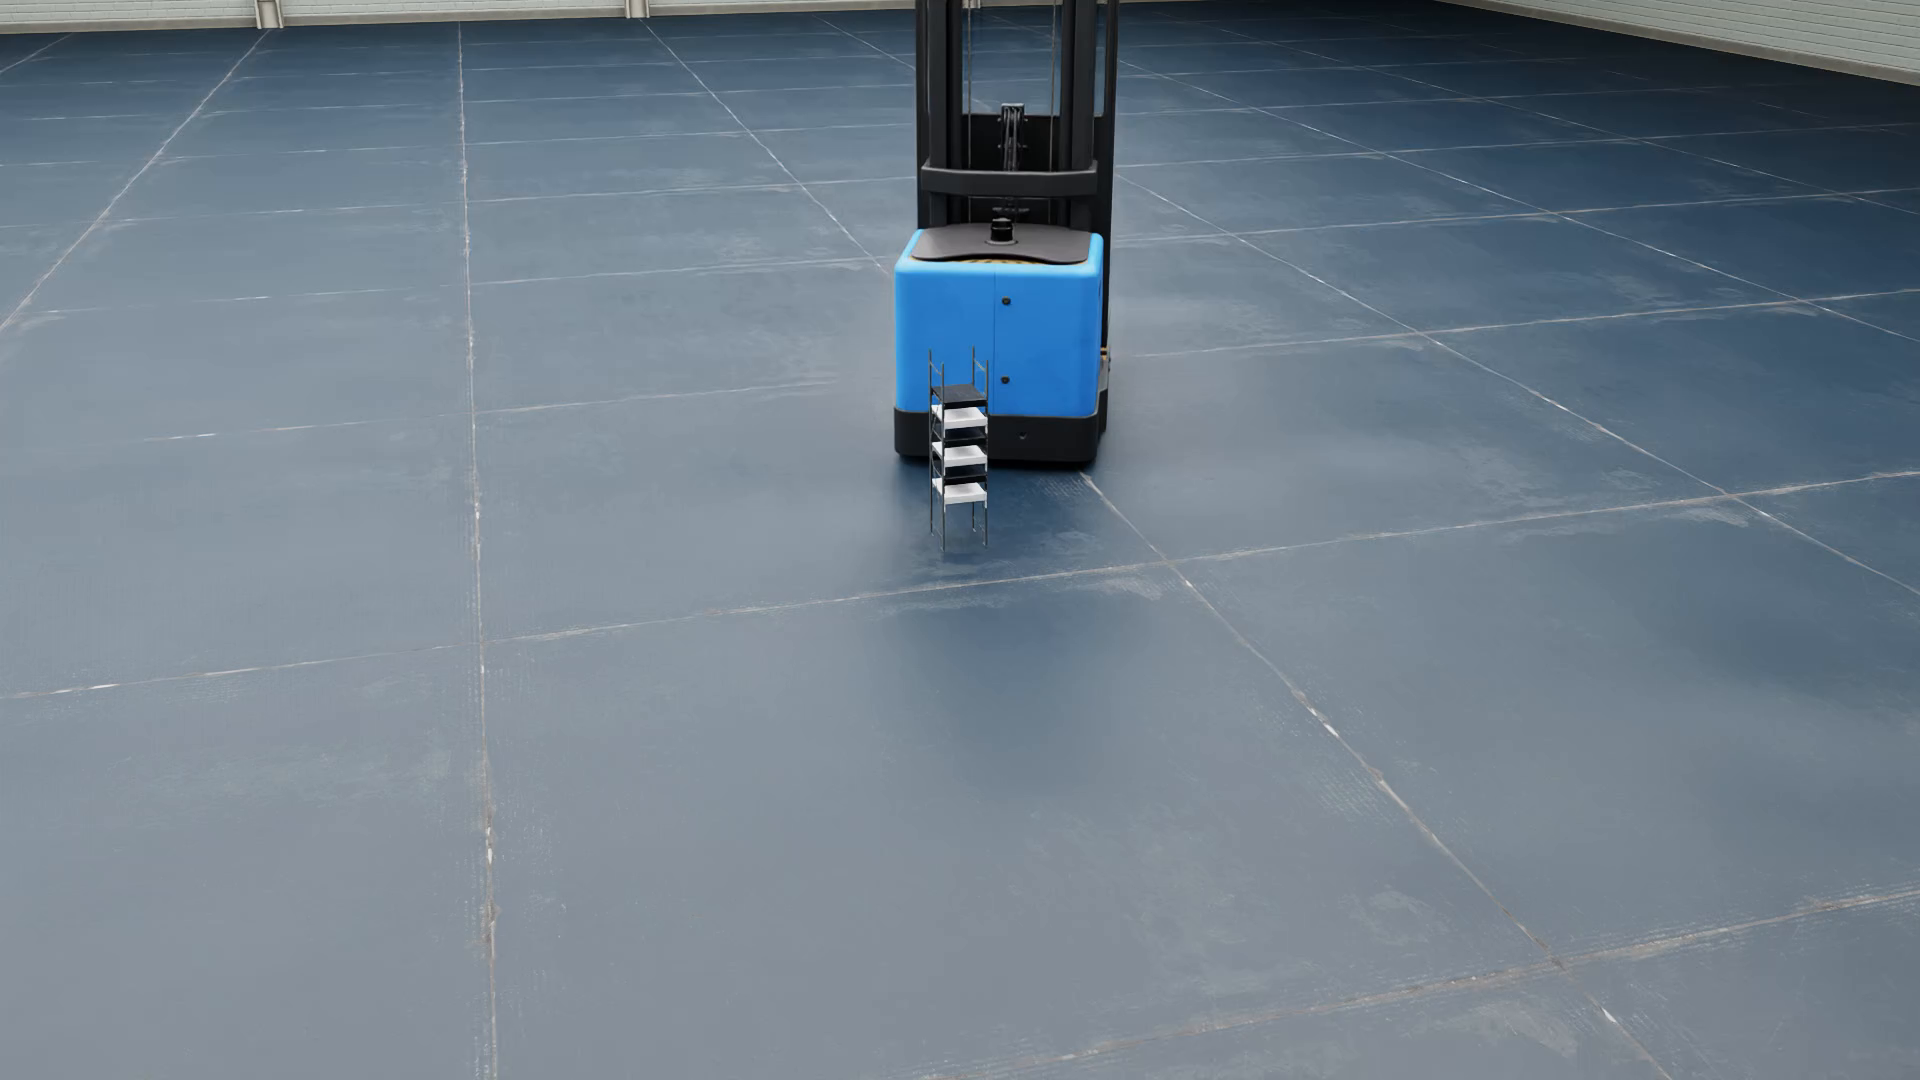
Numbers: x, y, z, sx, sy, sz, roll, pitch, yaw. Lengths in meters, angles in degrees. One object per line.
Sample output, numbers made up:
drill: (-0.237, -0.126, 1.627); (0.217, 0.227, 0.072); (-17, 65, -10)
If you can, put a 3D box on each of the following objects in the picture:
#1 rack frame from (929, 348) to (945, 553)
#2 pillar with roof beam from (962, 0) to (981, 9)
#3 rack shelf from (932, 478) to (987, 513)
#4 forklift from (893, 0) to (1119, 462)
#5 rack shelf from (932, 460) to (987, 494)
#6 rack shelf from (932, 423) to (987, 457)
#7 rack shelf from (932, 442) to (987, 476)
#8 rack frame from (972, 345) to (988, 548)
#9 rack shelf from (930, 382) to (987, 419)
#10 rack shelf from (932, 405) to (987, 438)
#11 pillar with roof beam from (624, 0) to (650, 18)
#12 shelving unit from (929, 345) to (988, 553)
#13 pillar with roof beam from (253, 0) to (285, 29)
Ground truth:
rack frame: (-0.106, -0.402, 7.545); (0.006, 0.900, 0.240); (-6, 24, -14)
pillar with roof beam: (1.308, -12.275, 24.945); (0.400, 9.000, 9.100); (-6, 24, -14)
rack shelf: (-0.008, -0.217, 7.655); (0.200, 0.077, 0.258); (-6, 24, -14)
forklift: (0.331, -2.290, 9.370); (1.130, 2.935, 3.031); (2, 23, 6)
rack shelf: (-0.008, -0.299, 7.619); (0.200, 0.077, 0.258); (-6, 24, -14)
rack shelf: (-0.008, -0.465, 7.548); (0.200, 0.077, 0.258); (-6, 24, -14)
rack shelf: (-0.008, -0.382, 7.584); (0.200, 0.077, 0.258); (-6, 24, -14)
rack frame: (0.090, -0.424, 7.596); (0.006, 0.900, 0.240); (-6, 24, -14)
rack shelf: (-0.008, -0.630, 7.477); (0.200, 0.077, 0.258); (-6, 24, -14)
rack shelf: (-0.008, -0.547, 7.513); (0.200, 0.077, 0.258); (-6, 24, -14)
pillar with roof beam: (-4.469, -11.636, 23.455); (0.400, 9.000, 9.100); (-6, 24, -14)
shelving unit: (-0.008, -0.413, 7.571); (0.210, 0.900, 0.258); (-6, 24, -14)
pillar with roof beam: (-10.246, -10.997, 21.966); (0.400, 9.000, 9.100); (-6, 24, -14)
